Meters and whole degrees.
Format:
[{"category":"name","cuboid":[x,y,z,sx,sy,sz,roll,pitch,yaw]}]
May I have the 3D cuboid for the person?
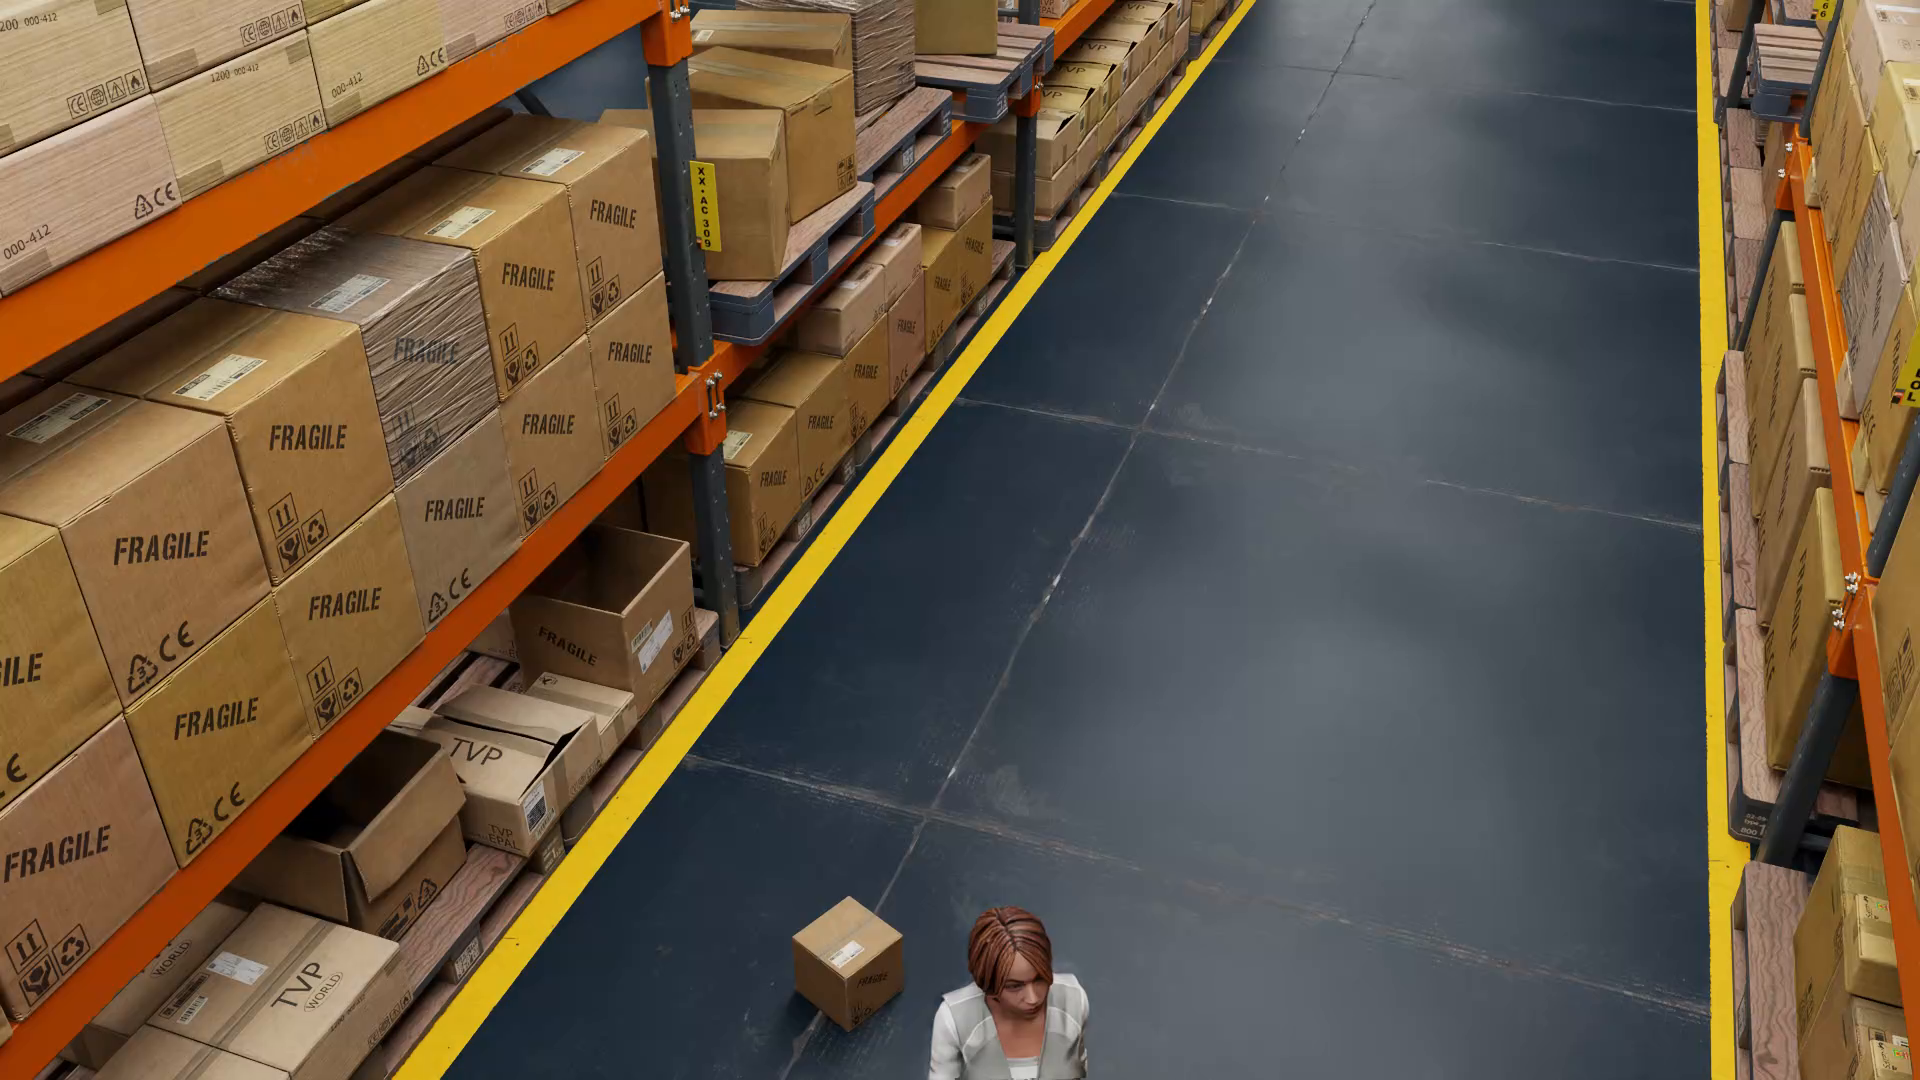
[{"category":"person","cuboid":[0.110,1.480,3.921,0.410,1.539,0.939,-3,34,-5]}]
